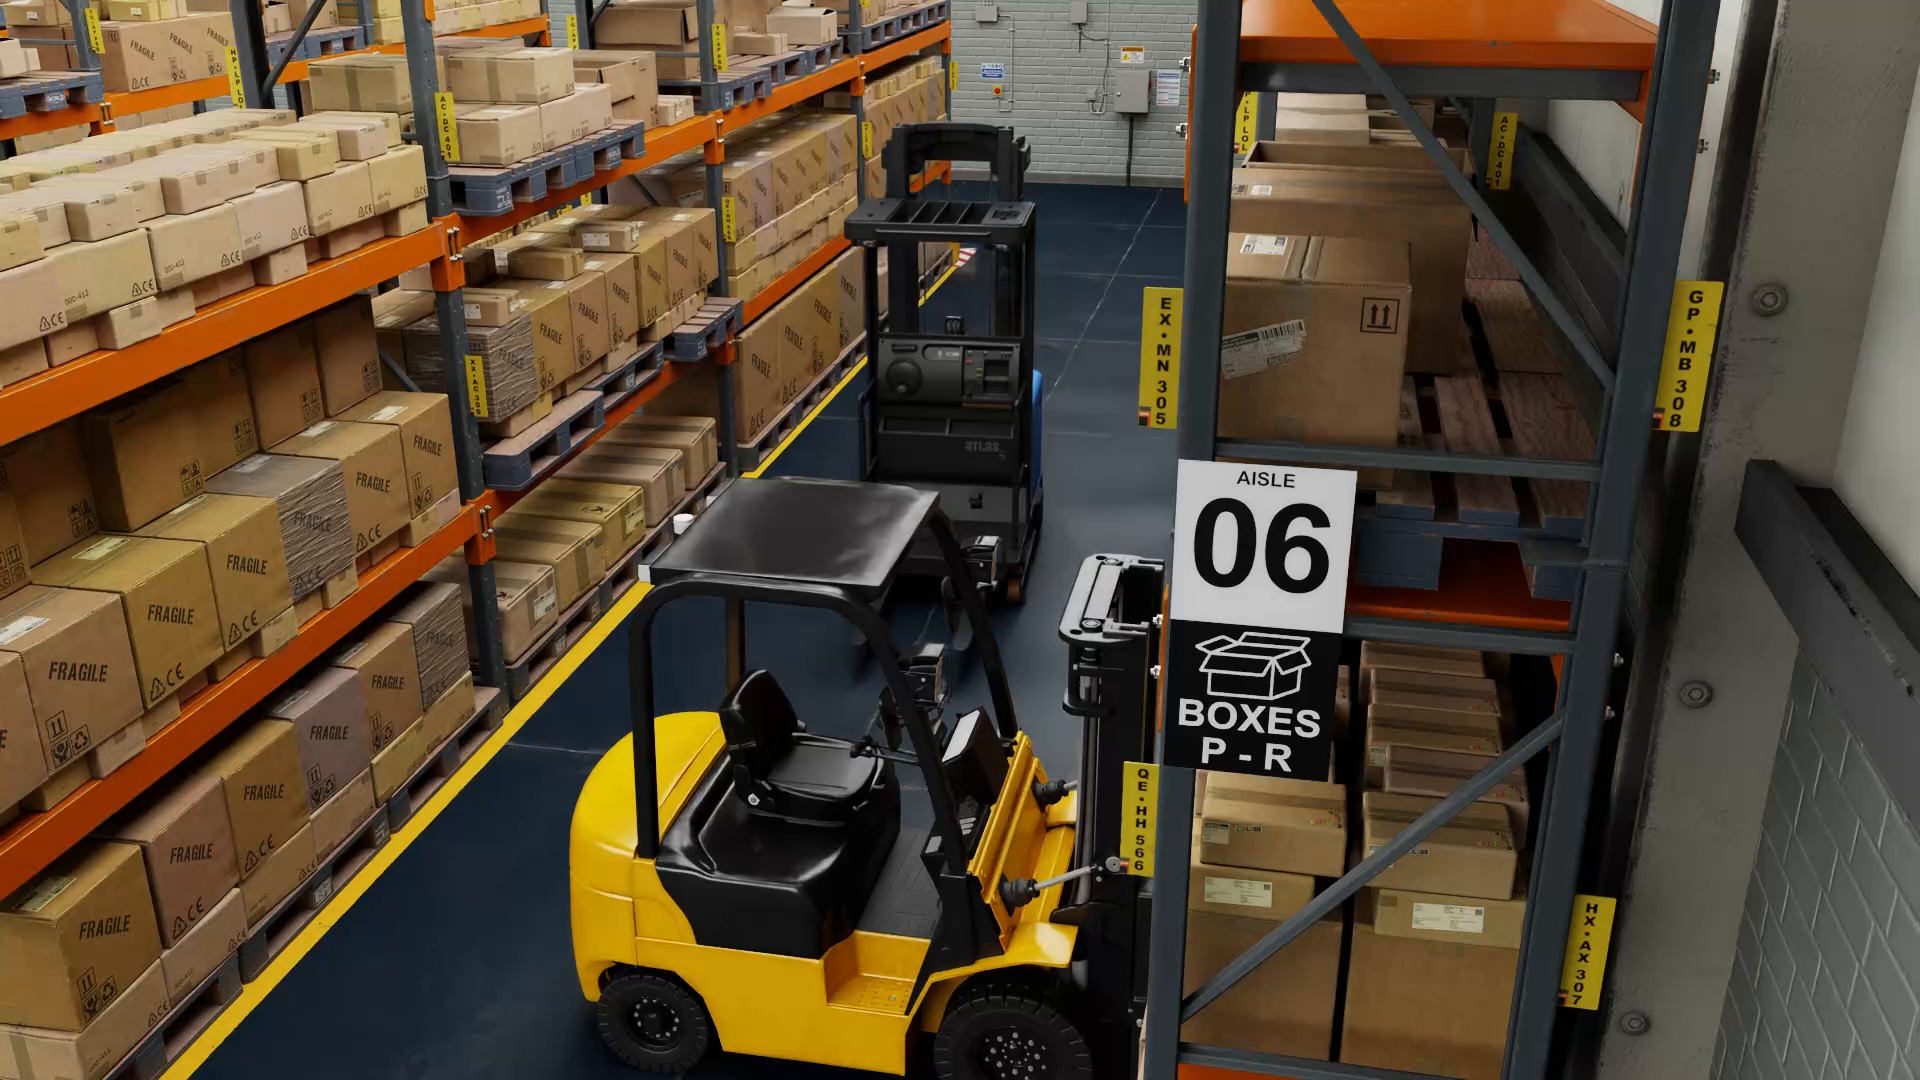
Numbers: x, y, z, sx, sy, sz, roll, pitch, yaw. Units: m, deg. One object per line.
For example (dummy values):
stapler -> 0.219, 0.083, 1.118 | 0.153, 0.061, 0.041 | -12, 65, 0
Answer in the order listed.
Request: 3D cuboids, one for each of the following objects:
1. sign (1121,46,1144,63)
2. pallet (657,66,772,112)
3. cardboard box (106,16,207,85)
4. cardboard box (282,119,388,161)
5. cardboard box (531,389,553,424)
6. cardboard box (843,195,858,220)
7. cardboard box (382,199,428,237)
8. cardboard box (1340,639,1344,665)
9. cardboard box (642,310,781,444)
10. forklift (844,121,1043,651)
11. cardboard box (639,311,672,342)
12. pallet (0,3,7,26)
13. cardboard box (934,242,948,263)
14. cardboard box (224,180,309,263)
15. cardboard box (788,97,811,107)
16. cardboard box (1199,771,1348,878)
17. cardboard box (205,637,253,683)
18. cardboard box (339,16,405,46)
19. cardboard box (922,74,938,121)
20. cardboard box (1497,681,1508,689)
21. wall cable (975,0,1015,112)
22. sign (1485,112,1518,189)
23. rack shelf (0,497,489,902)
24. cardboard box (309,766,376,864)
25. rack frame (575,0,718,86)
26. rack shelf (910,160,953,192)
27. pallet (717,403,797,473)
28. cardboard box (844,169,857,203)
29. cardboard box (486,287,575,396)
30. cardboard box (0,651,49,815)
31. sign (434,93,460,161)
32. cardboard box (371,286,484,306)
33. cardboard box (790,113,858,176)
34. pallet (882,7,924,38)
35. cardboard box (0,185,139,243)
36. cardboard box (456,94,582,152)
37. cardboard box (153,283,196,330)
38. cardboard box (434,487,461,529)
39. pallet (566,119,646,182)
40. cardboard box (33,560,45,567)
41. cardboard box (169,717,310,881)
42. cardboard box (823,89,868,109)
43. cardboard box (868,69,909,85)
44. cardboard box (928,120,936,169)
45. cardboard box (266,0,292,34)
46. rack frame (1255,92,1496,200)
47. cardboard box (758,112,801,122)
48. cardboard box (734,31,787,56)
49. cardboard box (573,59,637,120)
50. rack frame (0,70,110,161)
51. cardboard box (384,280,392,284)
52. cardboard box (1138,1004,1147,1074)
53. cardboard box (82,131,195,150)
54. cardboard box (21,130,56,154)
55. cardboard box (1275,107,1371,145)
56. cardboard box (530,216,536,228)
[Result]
sign -> 2.535, -7.139, 24.460 | 0.339, 0.242, 0.001 | 4, 22, 11
pallet -> -2.161, -3.443, 12.626 | 1.213, 0.211, 1.003 | 6, 23, 13
cardboard box -> -6.634, -4.050, 13.746 | 0.500, 0.500, 0.500 | 4, 22, 11
cardboard box -> -2.885, -1.848, 7.682 | 0.380, 0.149, 0.250 | 4, 22, 10
cardboard box -> -2.575, -0.784, 9.559 | 0.380, 0.149, 0.250 | 5, 22, 12
cardboard box -> -1.269, -3.110, 15.761 | 0.500, 0.250, 0.500 | 4, 22, 10
cardboard box -> -2.822, -1.573, 8.066 | 0.380, 0.149, 0.250 | 5, 22, 11
cardboard box -> 1.777, 0.447, 6.594 | 0.500, 0.500, 0.500 | 4, 22, 9
cardboard box -> -2.018, -1.355, 13.486 | 0.875, 0.875, 0.875 | 4, 22, 10
forklift -> -0.099, -1.088, 10.631 | 1.130, 2.935, 3.031 | 3, 22, 7
cardboard box -> -2.170, -1.448, 11.208 | 0.380, 0.149, 0.250 | 5, 22, 12
pallet -> -10.948, -5.767, 18.261 | 1.003, 0.211, 1.213 | 4, 22, 11
cardboard box -> -0.644, -3.583, 19.603 | 0.875, 0.438, 0.875 | 4, 22, 9
cardboard box -> -3.103, -1.345, 6.965 | 0.500, 0.250, 0.500 | 4, 22, 10
cardboard box -> -1.673, -4.311, 16.202 | 0.380, 0.149, 0.250 | 4, 22, 10
cardboard box -> 0.854, 0.770, 4.525 | 0.380, 0.149, 0.250 | 5, 22, 11
cardboard box -> -3.235, 0.468, 7.013 | 0.380, 0.149, 0.250 | 4, 22, 9
cardboard box -> -5.937, -5.174, 16.872 | 0.500, 0.250, 0.500 | 6, 23, 14
cardboard box -> -0.551, -4.948, 18.652 | 0.500, 0.500, 0.500 | 5, 22, 11
cardboard box -> 1.643, 0.486, 5.629 | 0.380, 0.149, 0.250 | 5, 23, 13
wall cable -> 0.520, -7.376, 24.750 | 0.585, 1.953, 0.123 | 4, 22, 11
sign -> 2.347, -1.686, 7.212 | 0.100, 0.325, 0.005 | 4, 22, 11
rack shelf -> -3.464, 0.628, 7.242 | 1.077, 0.370, 4.000 | 4, 22, 11
cardboard box -> -3.121, 1.261, 7.825 | 0.500, 0.250, 0.500 | 5, 22, 12
rack frame -> -2.240, -4.683, 11.435 | 1.000, 3.000, 0.127 | 4, 22, 11
rack shelf -> -1.016, -3.761, 18.139 | 1.077, 0.370, 4.000 | 4, 22, 11
pallet -> -2.005, -0.889, 13.779 | 1.003, 0.211, 1.213 | 4, 22, 11
cardboard box -> -1.276, -3.345, 15.677 | 0.500, 0.250, 0.500 | 4, 22, 11
cardboard box -> -2.578, -1.149, 9.597 | 0.500, 0.500, 0.500 | 5, 22, 11
cardboard box -> -3.504, 0.689, 5.595 | 0.500, 0.500, 0.500 | 4, 22, 10
sign -> -2.523, -2.030, 8.171 | 0.100, 0.325, 0.005 | 4, 22, 11
cardboard box -> -3.087, -1.184, 9.684 | 0.500, 0.500, 0.500 | 5, 22, 11
cardboard box -> -1.269, -3.691, 15.530 | 0.500, 0.500, 0.500 | 5, 23, 13
pallet -> -0.995, -5.456, 17.490 | 1.003, 0.211, 1.213 | 4, 22, 11
cardboard box -> -3.239, -1.187, 6.039 | 0.380, 0.149, 0.250 | 5, 22, 12
cardboard box -> -2.442, -2.322, 9.228 | 0.500, 0.250, 0.500 | 4, 22, 10
cardboard box -> -3.213, -0.918, 6.439 | 0.380, 0.149, 0.250 | 4, 22, 9
cardboard box -> -2.823, -0.180, 8.621 | 0.380, 0.149, 0.250 | 4, 22, 10
pallet -> -2.617, -2.339, 9.881 | 1.213, 0.211, 1.003 | 4, 22, 11
cardboard box -> -3.819, 0.256, 6.670 | 0.500, 0.500, 0.500 | 4, 22, 11
cardboard box -> -3.220, 1.102, 7.218 | 0.500, 0.500, 0.500 | 5, 22, 12
cardboard box -> -1.105, -4.270, 16.099 | 0.380, 0.149, 0.250 | 4, 22, 10
cardboard box -> -0.763, -4.925, 17.726 | 0.380, 0.149, 0.250 | 5, 23, 13
cardboard box -> -0.564, -4.493, 18.861 | 0.500, 0.500, 0.500 | 4, 22, 10
cardboard box -> -6.675, -4.942, 15.652 | 0.500, 0.311, 0.500 | 4, 22, 10
rack frame -> 1.804, -2.843, 6.867 | 1.000, 3.000, 0.127 | 4, 22, 11
cardboard box -> -1.795, -3.734, 15.638 | 0.500, 0.500, 0.500 | 5, 22, 12
cardboard box -> -1.663, -4.138, 13.848 | 0.380, 0.166, 0.250 | 6, 23, 15
cardboard box -> -2.523, -2.779, 10.586 | 0.797, 0.503, 0.637 | 4, 22, 11
rack frame -> -7.106, -2.240, 13.401 | 1.000, 3.000, 0.127 | 4, 22, 11
cardboard box -> -5.903, -2.822, 17.701 | 0.380, 0.149, 0.250 | 5, 23, 13
cardboard box -> 0.875, 1.640, 5.546 | 0.500, 0.250, 0.500 | 5, 22, 12
cardboard box -> -3.607, -1.704, 7.324 | 0.380, 0.149, 0.250 | 4, 22, 11
cardboard box -> -10.667, -4.520, 18.864 | 0.500, 0.250, 0.500 | 4, 22, 11
cardboard box -> 1.713, -1.935, 8.050 | 0.500, 0.311, 0.500 | 4, 22, 9
cardboard box -> -5.408, -3.870, 20.304 | 0.380, 0.149, 0.250 | 4, 22, 10
